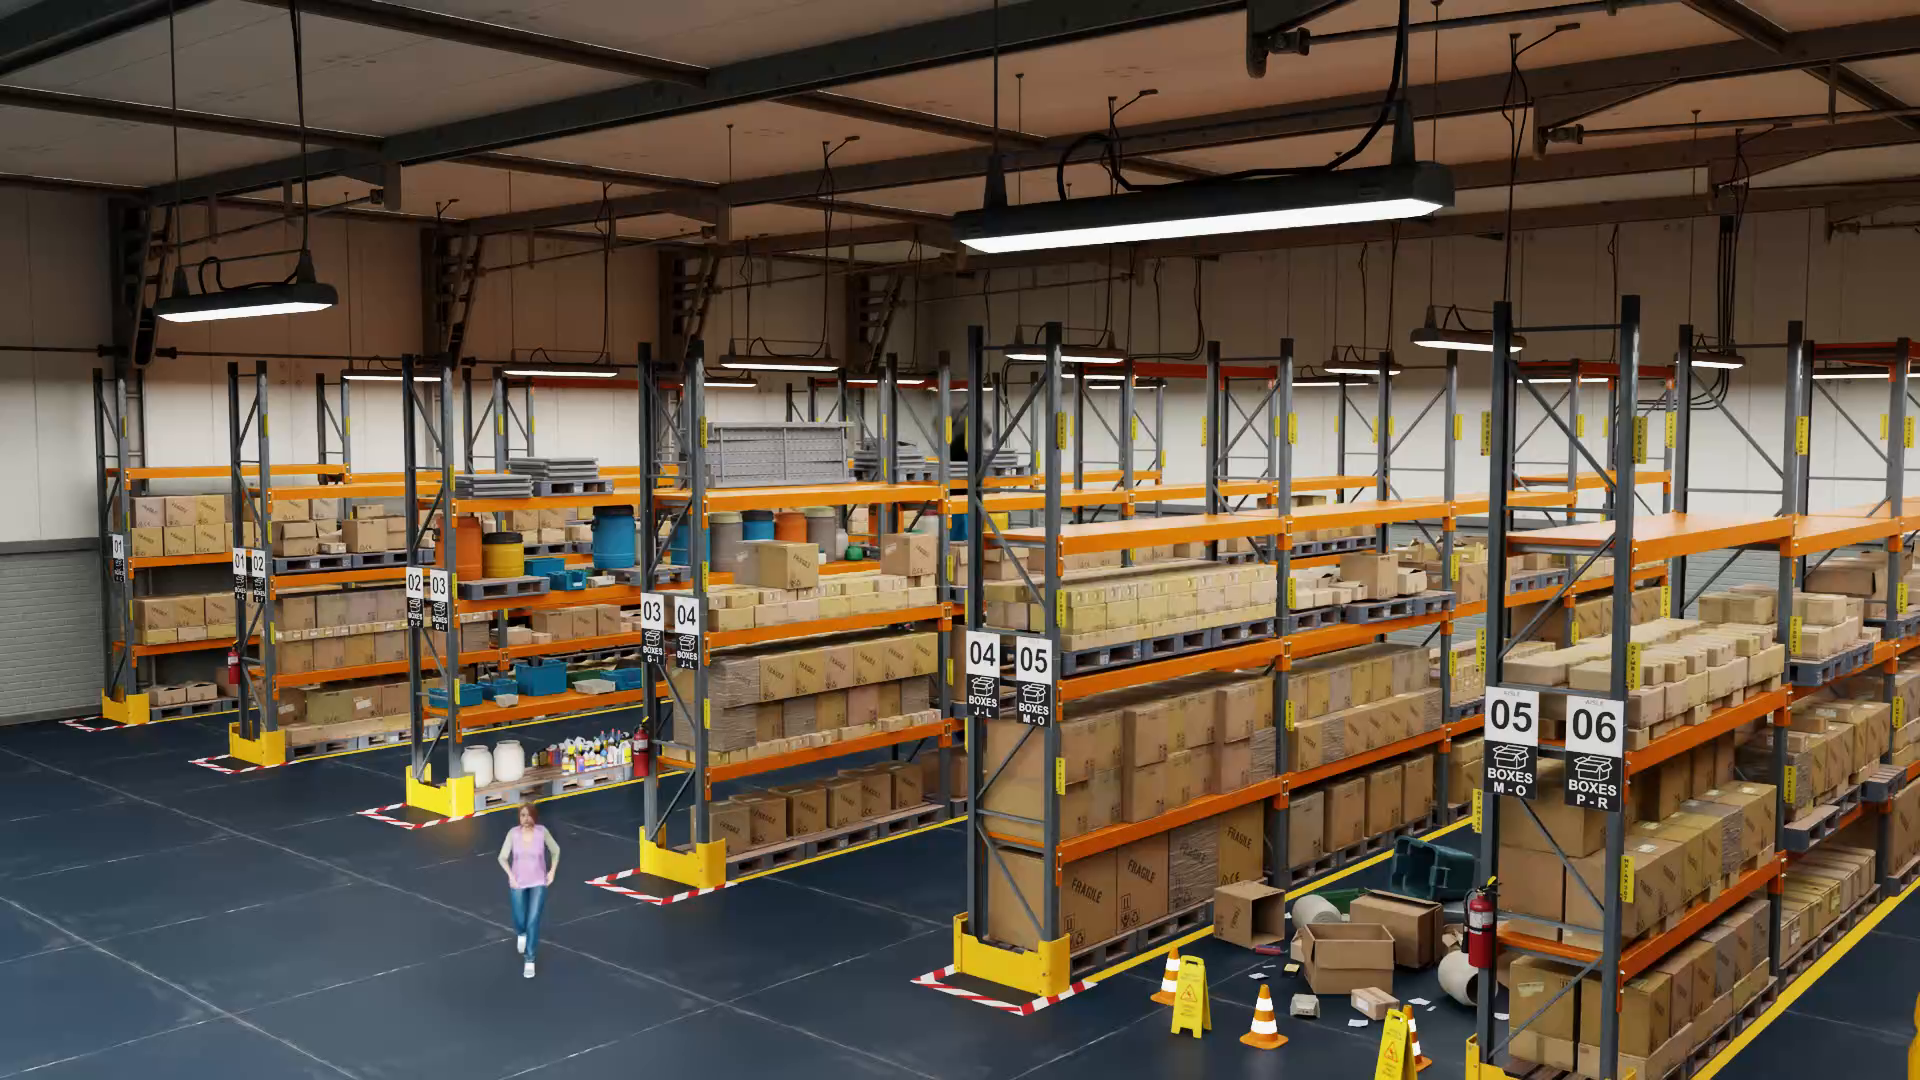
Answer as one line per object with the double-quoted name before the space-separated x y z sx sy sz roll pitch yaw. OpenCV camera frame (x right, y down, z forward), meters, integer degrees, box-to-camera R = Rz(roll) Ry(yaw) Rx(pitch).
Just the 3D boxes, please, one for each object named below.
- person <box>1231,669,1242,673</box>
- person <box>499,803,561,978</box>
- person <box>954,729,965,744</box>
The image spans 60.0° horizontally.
"person" 3.715 2.640 22.481 0.676 1.782 0.661 3 5 36
"person" -4.035 3.237 15.616 0.566 1.592 0.670 -1 4 -11
"person" 0.047 2.532 24.963 0.717 1.713 0.617 -4 6 -45
